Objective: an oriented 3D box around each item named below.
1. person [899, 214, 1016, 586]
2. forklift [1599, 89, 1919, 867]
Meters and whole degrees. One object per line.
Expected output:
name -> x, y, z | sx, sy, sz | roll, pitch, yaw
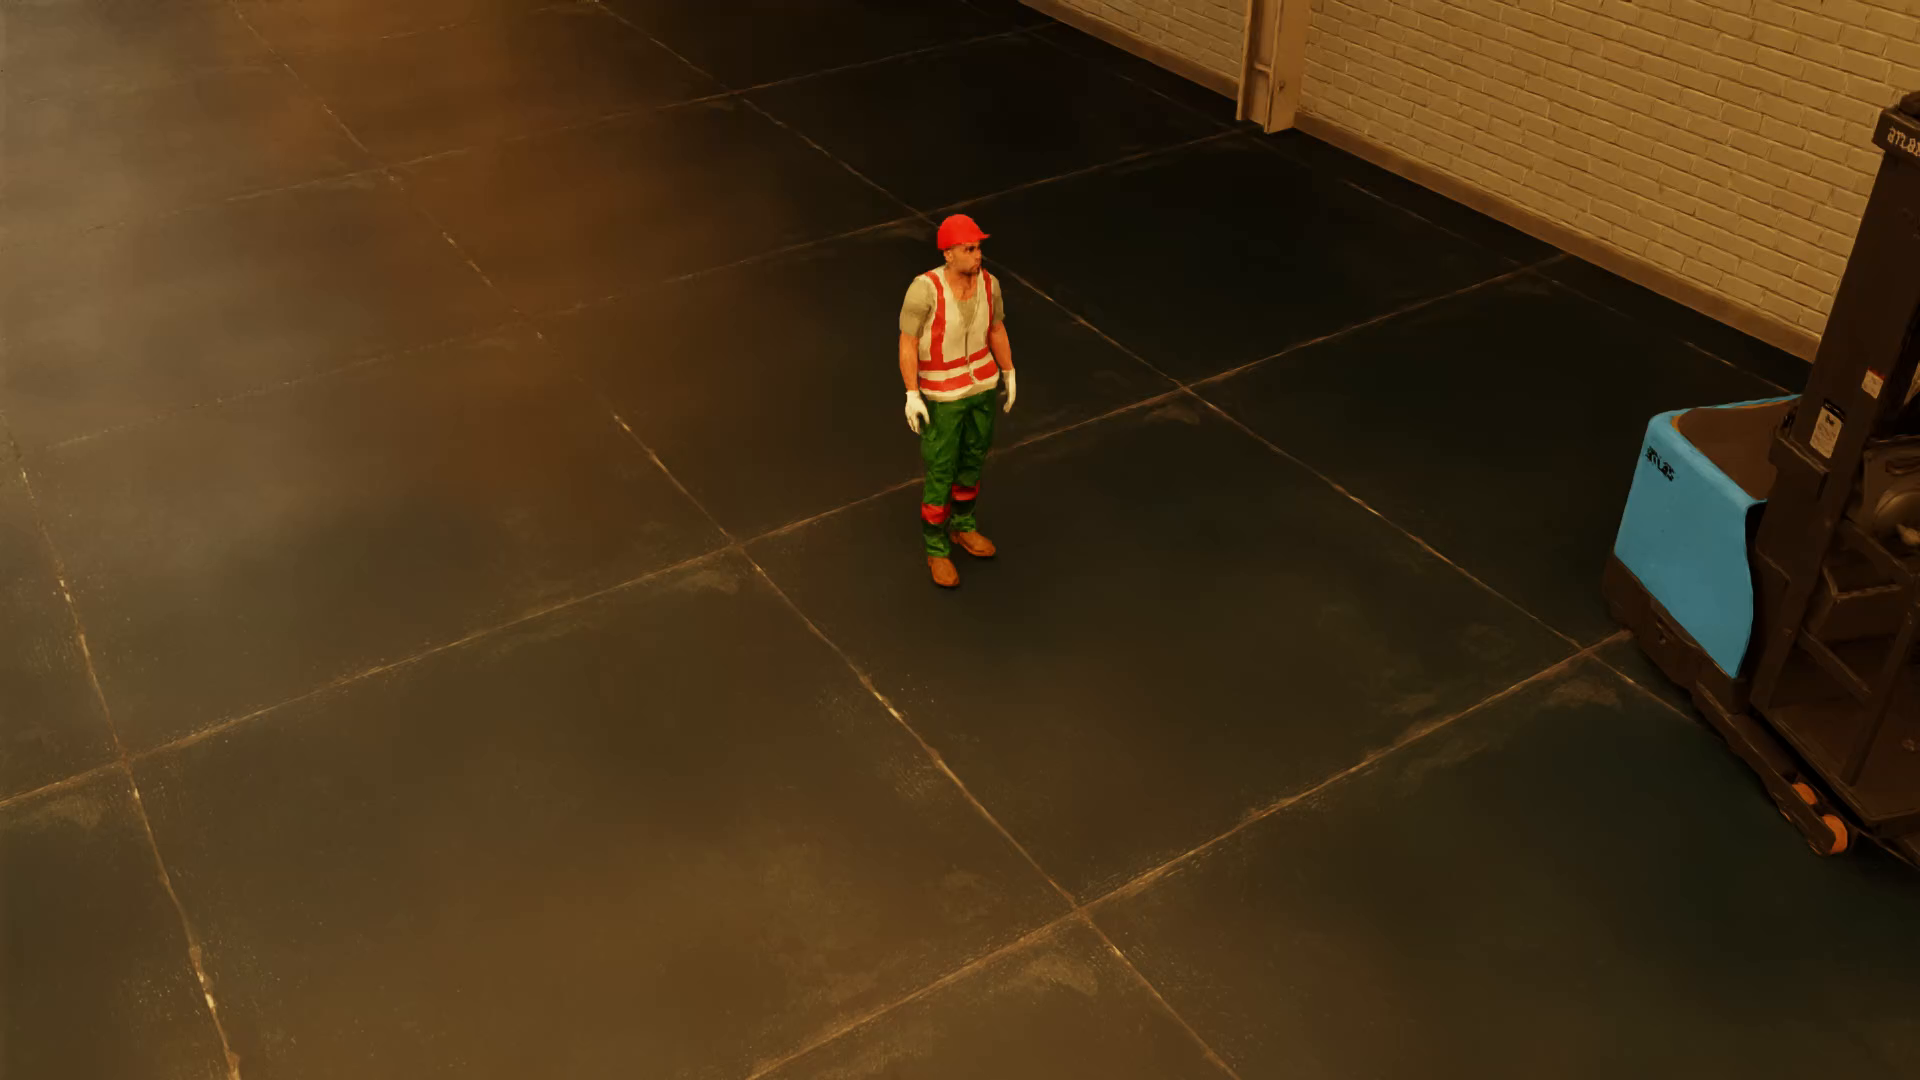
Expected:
person -> 0.034, -0.695, 8.119 | 0.637, 1.787, 0.563 | -21, 40, -27
forklift -> 3.988, -0.145, 6.354 | 1.130, 2.935, 3.031 | -8, 36, -11
